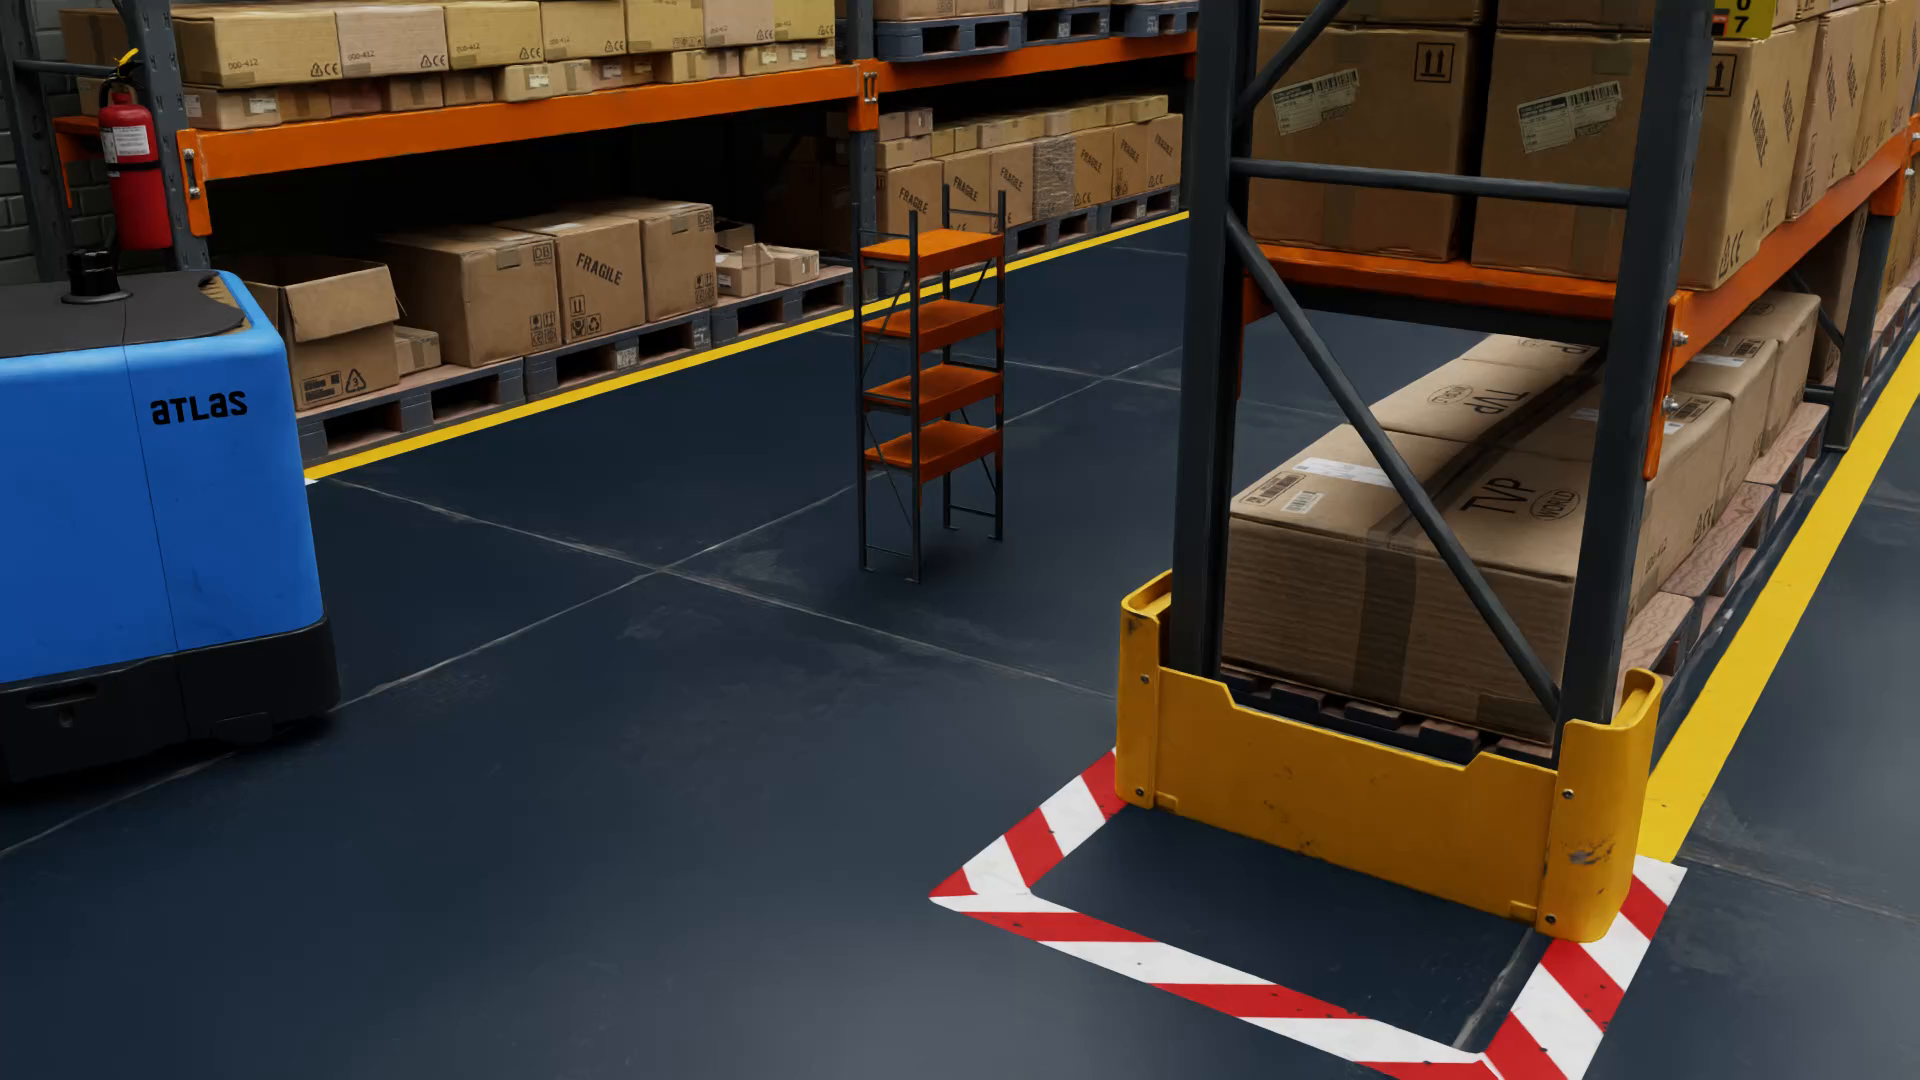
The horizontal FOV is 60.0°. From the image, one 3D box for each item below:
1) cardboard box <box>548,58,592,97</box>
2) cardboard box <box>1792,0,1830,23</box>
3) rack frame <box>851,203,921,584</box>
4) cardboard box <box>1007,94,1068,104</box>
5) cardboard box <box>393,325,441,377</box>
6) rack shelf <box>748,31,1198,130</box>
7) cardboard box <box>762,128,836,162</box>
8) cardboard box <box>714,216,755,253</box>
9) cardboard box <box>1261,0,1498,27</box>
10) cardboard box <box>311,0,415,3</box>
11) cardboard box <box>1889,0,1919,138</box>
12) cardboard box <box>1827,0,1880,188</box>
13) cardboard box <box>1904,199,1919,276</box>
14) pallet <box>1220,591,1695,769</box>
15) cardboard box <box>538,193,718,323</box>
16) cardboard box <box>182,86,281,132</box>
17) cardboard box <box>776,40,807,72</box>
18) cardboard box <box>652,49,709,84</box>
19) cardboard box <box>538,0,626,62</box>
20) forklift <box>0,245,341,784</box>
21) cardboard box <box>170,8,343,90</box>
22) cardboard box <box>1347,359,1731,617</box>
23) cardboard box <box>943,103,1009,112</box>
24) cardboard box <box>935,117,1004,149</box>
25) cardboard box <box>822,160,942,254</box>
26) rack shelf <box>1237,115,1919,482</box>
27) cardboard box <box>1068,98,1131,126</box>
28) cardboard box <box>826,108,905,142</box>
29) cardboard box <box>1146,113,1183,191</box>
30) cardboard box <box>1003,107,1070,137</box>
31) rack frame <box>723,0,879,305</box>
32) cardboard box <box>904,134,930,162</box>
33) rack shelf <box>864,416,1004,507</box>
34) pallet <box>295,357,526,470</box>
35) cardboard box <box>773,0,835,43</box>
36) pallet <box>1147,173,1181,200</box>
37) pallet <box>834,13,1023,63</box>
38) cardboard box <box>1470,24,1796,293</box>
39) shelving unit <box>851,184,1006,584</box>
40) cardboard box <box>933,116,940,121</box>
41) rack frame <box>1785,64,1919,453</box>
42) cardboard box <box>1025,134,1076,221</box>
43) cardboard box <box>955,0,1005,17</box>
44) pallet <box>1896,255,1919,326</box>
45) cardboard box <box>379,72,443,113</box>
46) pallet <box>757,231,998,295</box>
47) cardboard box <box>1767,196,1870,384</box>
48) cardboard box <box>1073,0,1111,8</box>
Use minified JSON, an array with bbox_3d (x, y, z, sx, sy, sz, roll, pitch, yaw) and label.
[{"bbox_3d":[-1.851,-2.053,7.353,0.380,0.149,0.250,14,24,33],"label":"cardboard box"},{"bbox_3d":[1.738,-1.471,3.833,0.500,0.500,0.500,13,24,30],"label":"cardboard box"},{"bbox_3d":[-0.230,-0.445,5.239,0.240,1.200,0.015,13,24,32],"label":"rack frame"},{"bbox_3d":[0.542,-3.068,11.798,0.380,0.149,0.250,14,24,33],"label":"cardboard box"},{"bbox_3d":[-2.466,-0.822,7.166,0.380,0.149,0.250,12,24,30],"label":"cardboard box"},{"bbox_3d":[0.214,-3.075,10.790,1.077,0.370,4.000,13,24,32],"label":"rack shelf"},{"bbox_3d":[-0.942,-2.329,9.800,0.380,0.149,0.250,12,24,30],"label":"cardboard box"},{"bbox_3d":[-1.477,-1.631,9.120,0.500,0.311,0.500,14,25,34],"label":"cardboard box"},{"bbox_3d":[1.022,-1.424,3.706,0.500,0.500,0.500,14,25,34],"label":"cardboard box"},{"bbox_3d":[-2.547,-2.232,7.263,0.500,0.250,0.500,14,25,33],"label":"cardboard box"},{"bbox_3d":[3.147,-1.735,5.988,0.500,0.500,0.500,14,24,32],"label":"cardboard box"},{"bbox_3d":[2.285,-1.292,4.790,0.500,0.500,0.500,14,25,34],"label":"cardboard box"},{"bbox_3d":[4.988,-2.037,9.406,0.875,0.875,0.875,13,24,31],"label":"cardboard box"},{"bbox_3d":[1.333,0.340,4.542,1.003,0.211,1.213,13,24,32],"label":"pallet"},{"bbox_3d":[-1.641,-1.408,8.244,0.700,0.500,0.500,12,24,30],"label":"cardboard box"},{"bbox_3d":[-2.747,-1.613,6.165,0.380,0.149,0.250,13,24,31],"label":"cardboard box"},{"bbox_3d":[-1.009,-2.501,8.564,0.380,0.149,0.250,14,25,33],"label":"cardboard box"},{"bbox_3d":[-1.426,-2.273,7.947,0.380,0.149,0.250,13,24,31],"label":"cardboard box"},{"bbox_3d":[-1.846,-2.279,7.390,0.500,0.250,0.500,13,24,30],"label":"cardboard box"},{"bbox_3d":[-3.186,-0.771,3.624,3.031,2.935,1.130,-11,23,-27],"label":"forklift"},{"bbox_3d":[-2.681,-1.837,6.196,0.500,0.250,0.500,13,24,32],"label":"cardboard box"},{"bbox_3d":[1.744,-0.192,5.048,0.875,0.438,0.875,14,25,33],"label":"cardboard box"},{"bbox_3d":[0.104,-2.844,11.193,0.380,0.149,0.250,13,24,32],"label":"cardboard box"},{"bbox_3d":[0.052,-2.534,10.355,0.380,0.149,0.250,13,24,32],"label":"cardboard box"},{"bbox_3d":[-0.453,-1.958,9.731,0.500,0.500,0.500,15,25,34],"label":"cardboard box"},{"bbox_3d":[2.072,-0.960,5.073,1.077,0.370,4.000,13,24,32],"label":"rack shelf"},{"bbox_3d":[0.957,-2.972,11.539,0.380,0.149,0.250,12,24,30],"label":"cardboard box"},{"bbox_3d":[-0.539,-2.369,9.481,0.380,0.149,0.250,13,24,31],"label":"cardboard box"},{"bbox_3d":[1.278,-2.847,12.136,0.500,0.500,0.500,14,25,33],"label":"cardboard box"},{"bbox_3d":[0.501,-2.749,10.935,0.380,0.149,0.250,12,23,29],"label":"cardboard box"},{"bbox_3d":[-0.911,-2.838,9.114,1.000,3.000,0.127,13,24,32],"label":"rack frame"},{"bbox_3d":[-0.397,-2.313,9.756,0.380,0.149,0.250,13,24,30],"label":"cardboard box"},{"bbox_3d":[-0.093,-0.266,5.521,0.258,0.148,0.480,13,24,32],"label":"rack shelf"},{"bbox_3d":[-2.669,-0.633,7.173,1.003,0.211,1.213,13,24,32],"label":"pallet"},{"bbox_3d":[-0.995,-2.714,8.565,0.500,0.250,0.500,14,24,33],"label":"cardboard box"},{"bbox_3d":[1.833,-2.907,13.318,1.003,0.211,1.213,13,24,32],"label":"pallet"},{"bbox_3d":[-0.371,-2.956,9.710,1.003,0.211,1.213,13,24,32],"label":"pallet"},{"bbox_3d":[1.455,-0.852,3.601,0.500,0.500,0.500,13,24,31],"label":"cardboard box"},{"bbox_3d":[-0.093,-0.515,5.428,0.258,1.200,0.503,13,24,32],"label":"shelving unit"},{"bbox_3d":[-0.348,-2.624,10.597,0.380,0.149,0.250,14,25,33],"label":"cardboard box"},{"bbox_3d":[3.197,-1.871,6.500,1.000,3.000,0.127,13,24,32],"label":"rack frame"},{"bbox_3d":[0.419,-2.402,10.933,0.500,0.500,0.500,12,24,30],"label":"cardboard box"},{"bbox_3d":[-0.163,-3.326,9.683,0.700,0.500,0.500,14,24,32],"label":"cardboard box"},{"bbox_3d":[4.940,-1.499,9.514,1.003,0.211,1.213,13,24,32],"label":"pallet"},{"bbox_3d":[-2.331,-1.838,6.773,0.380,0.149,0.250,14,25,33],"label":"cardboard box"},{"bbox_3d":[-0.485,-1.771,10.249,1.003,0.211,1.213,13,24,32],"label":"pallet"},{"bbox_3d":[3.479,-1.265,7.319,0.875,0.875,0.875,14,25,33],"label":"cardboard box"},{"bbox_3d":[0.573,-3.727,10.762,0.797,0.503,0.637,13,24,31],"label":"cardboard box"}]
